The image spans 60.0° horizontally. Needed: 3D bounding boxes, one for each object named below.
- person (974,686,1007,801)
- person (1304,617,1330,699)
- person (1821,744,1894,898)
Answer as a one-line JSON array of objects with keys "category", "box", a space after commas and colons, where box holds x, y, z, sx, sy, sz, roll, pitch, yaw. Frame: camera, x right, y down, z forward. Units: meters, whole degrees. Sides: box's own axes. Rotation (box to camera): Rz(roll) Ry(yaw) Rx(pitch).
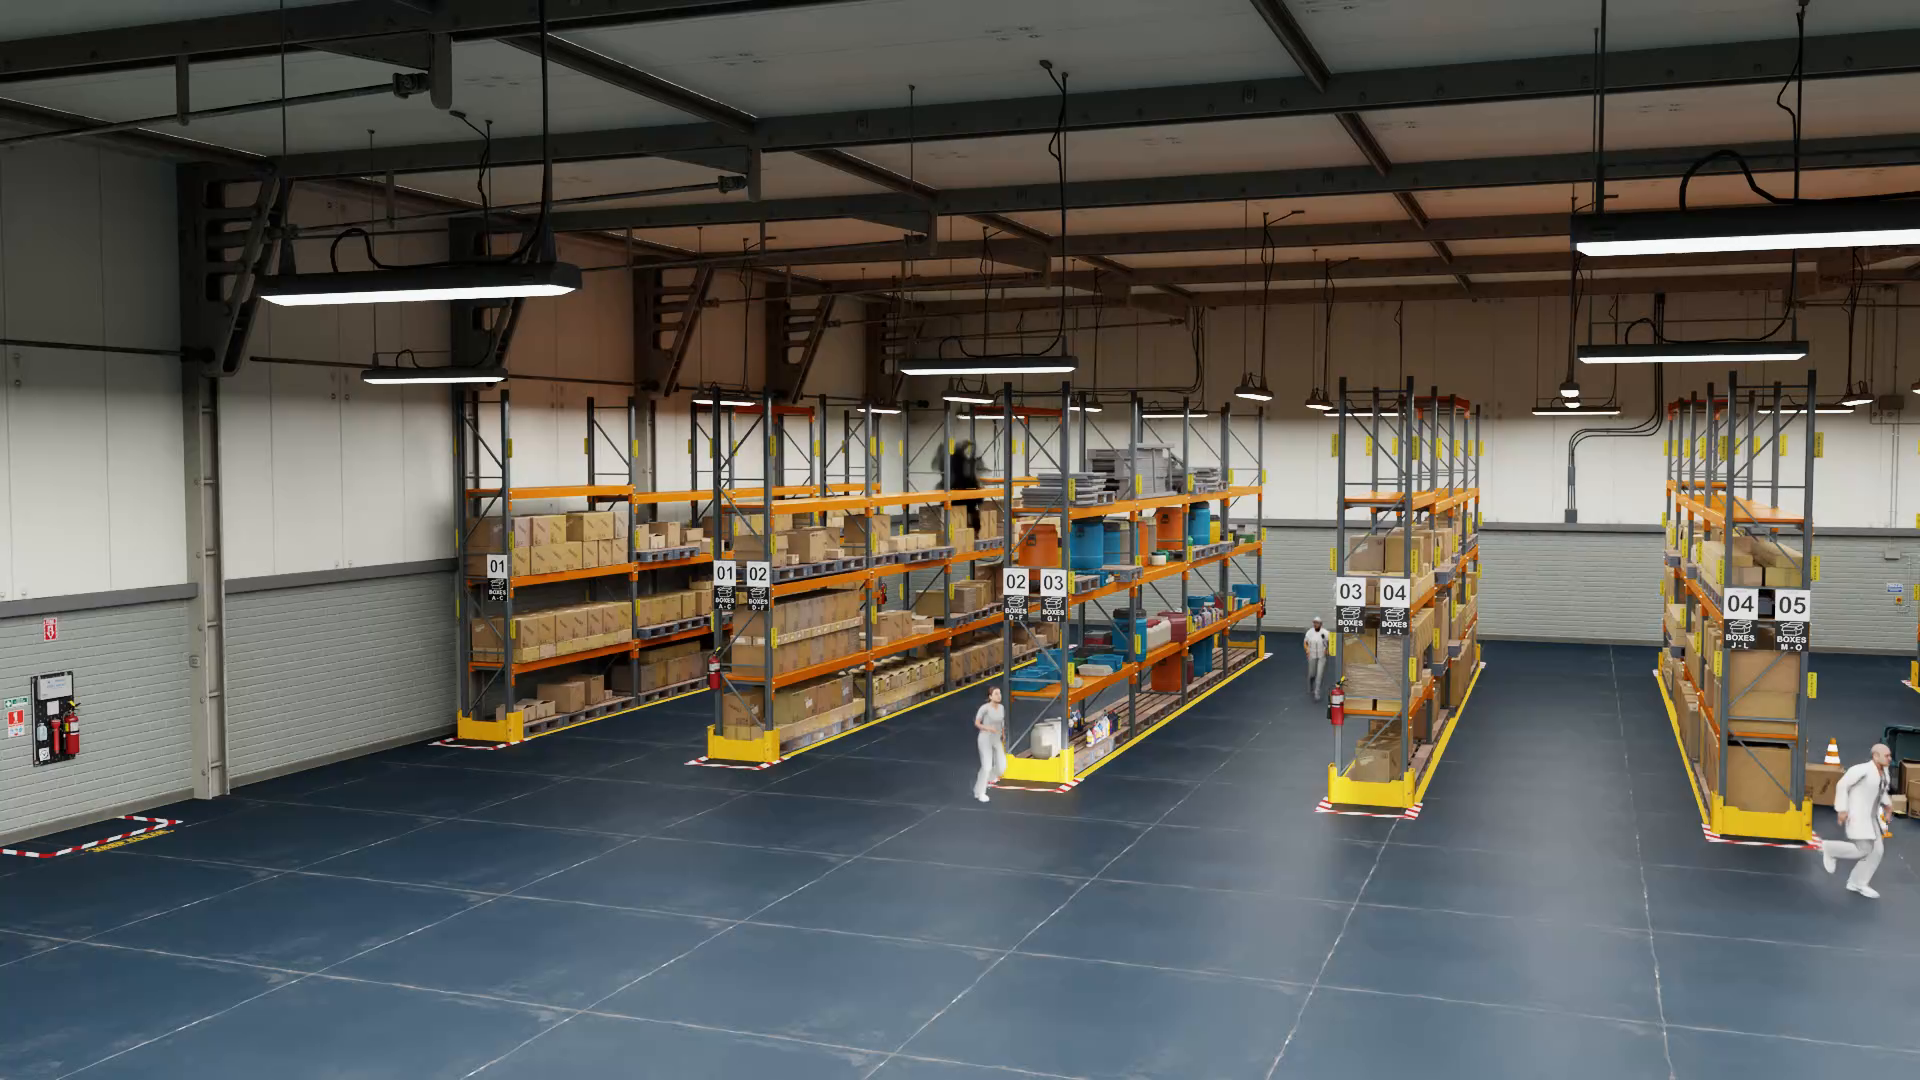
[{"category": "person", "box": [0.480, 2.889, 23.686, 0.582, 1.621, 0.581, -2, 4, -34]}, {"category": "person", "box": [7.204, 2.361, 33.395, 0.602, 1.643, 0.601, 1, 3, 18]}, {"category": "person", "box": [10.143, 3.171, 18.815, 0.703, 1.614, 0.766, -2, 4, -32]}]
